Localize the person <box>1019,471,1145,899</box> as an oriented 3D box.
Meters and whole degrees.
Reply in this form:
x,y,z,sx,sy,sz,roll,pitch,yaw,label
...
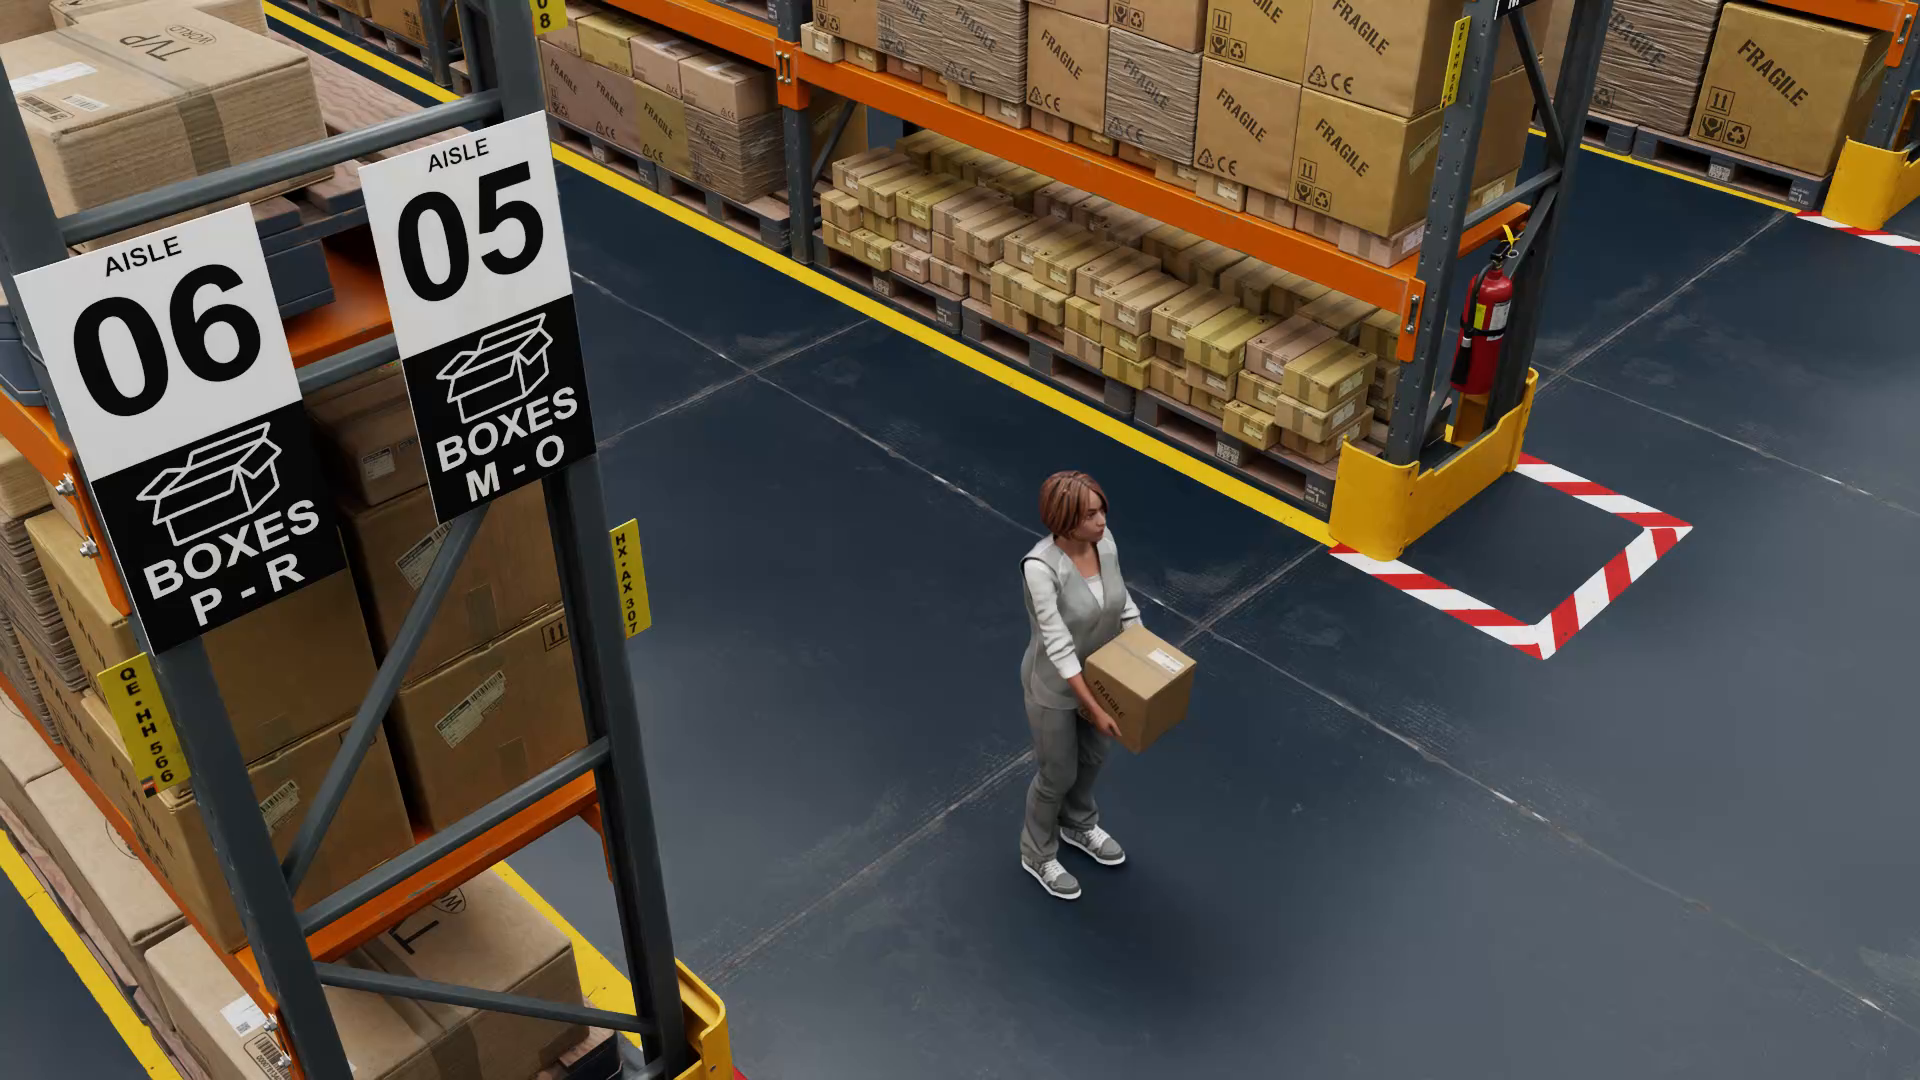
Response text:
x,y,z,sx,sy,sz,roll,pitch,yaw,label
0.435,0.502,5.459,0.480,1.598,0.412,30,46,35,person
